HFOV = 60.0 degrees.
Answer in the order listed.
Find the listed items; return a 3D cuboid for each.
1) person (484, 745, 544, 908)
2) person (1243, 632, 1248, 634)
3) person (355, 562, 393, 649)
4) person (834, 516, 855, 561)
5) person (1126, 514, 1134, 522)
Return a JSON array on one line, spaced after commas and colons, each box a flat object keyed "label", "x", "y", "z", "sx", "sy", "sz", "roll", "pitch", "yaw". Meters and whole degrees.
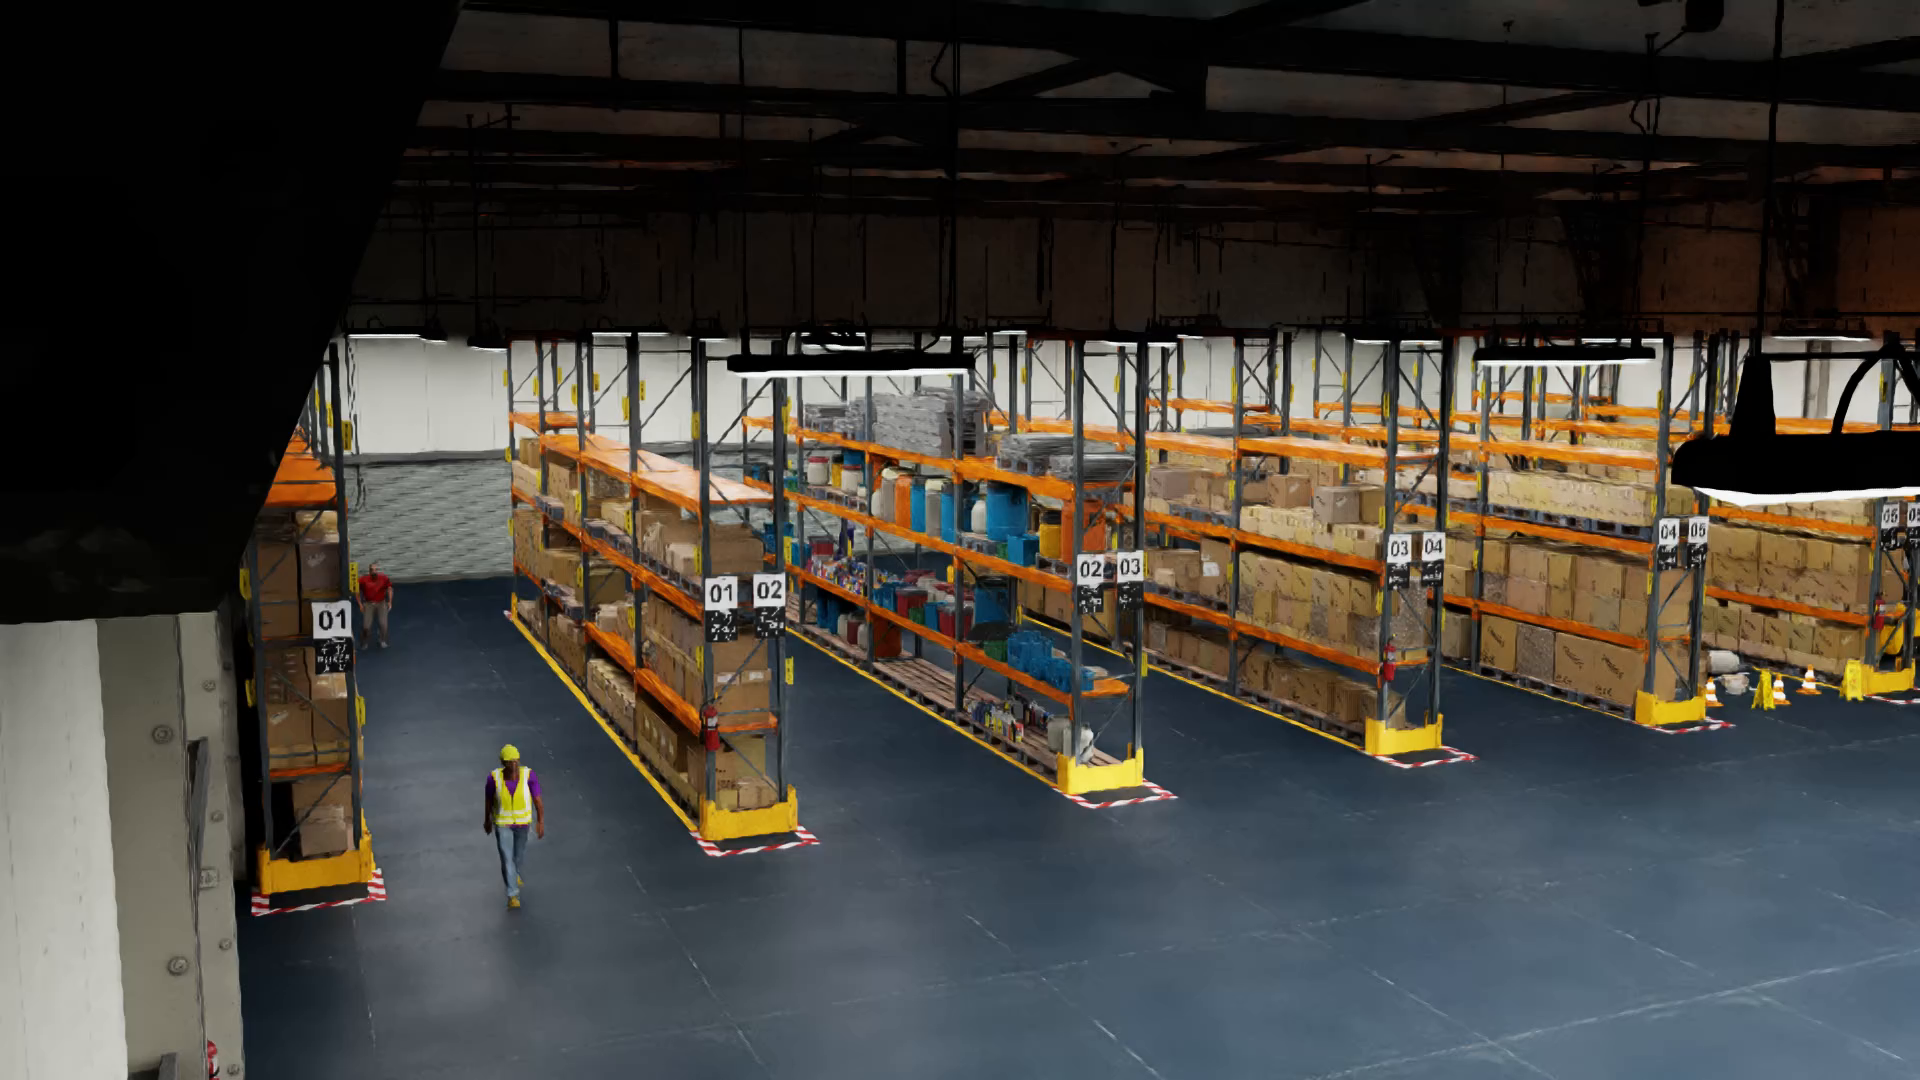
[{"label": "person", "x": -4.822, "y": 3.046, "z": 18.005, "sx": 0.583, "sy": 1.716, "sz": 1.043, "roll": -4, "pitch": 9, "yaw": -24}, {"label": "person", "x": 5.856, "y": 1.122, "z": 32.426, "sx": 0.495, "sy": 1.587, "sz": 1.086, "roll": -3, "pitch": 8, "yaw": -21}, {"label": "person", "x": -11.078, "y": 1.234, "z": 31.463, "sx": 0.682, "sy": 1.676, "sz": 0.535, "roll": -4, "pitch": 9, "yaw": -25}, {"label": "person", "x": -2.923, "y": -0.132, "z": 41.625, "sx": 0.496, "sy": 1.642, "sz": 0.679, "roll": 3, "pitch": 8, "yaw": 19}, {"label": "person", "x": 4.696, "y": -0.574, "z": 44.768, "sx": 0.491, "sy": 1.661, "sz": 0.591, "roll": 4, "pitch": 9, "yaw": 25}]
